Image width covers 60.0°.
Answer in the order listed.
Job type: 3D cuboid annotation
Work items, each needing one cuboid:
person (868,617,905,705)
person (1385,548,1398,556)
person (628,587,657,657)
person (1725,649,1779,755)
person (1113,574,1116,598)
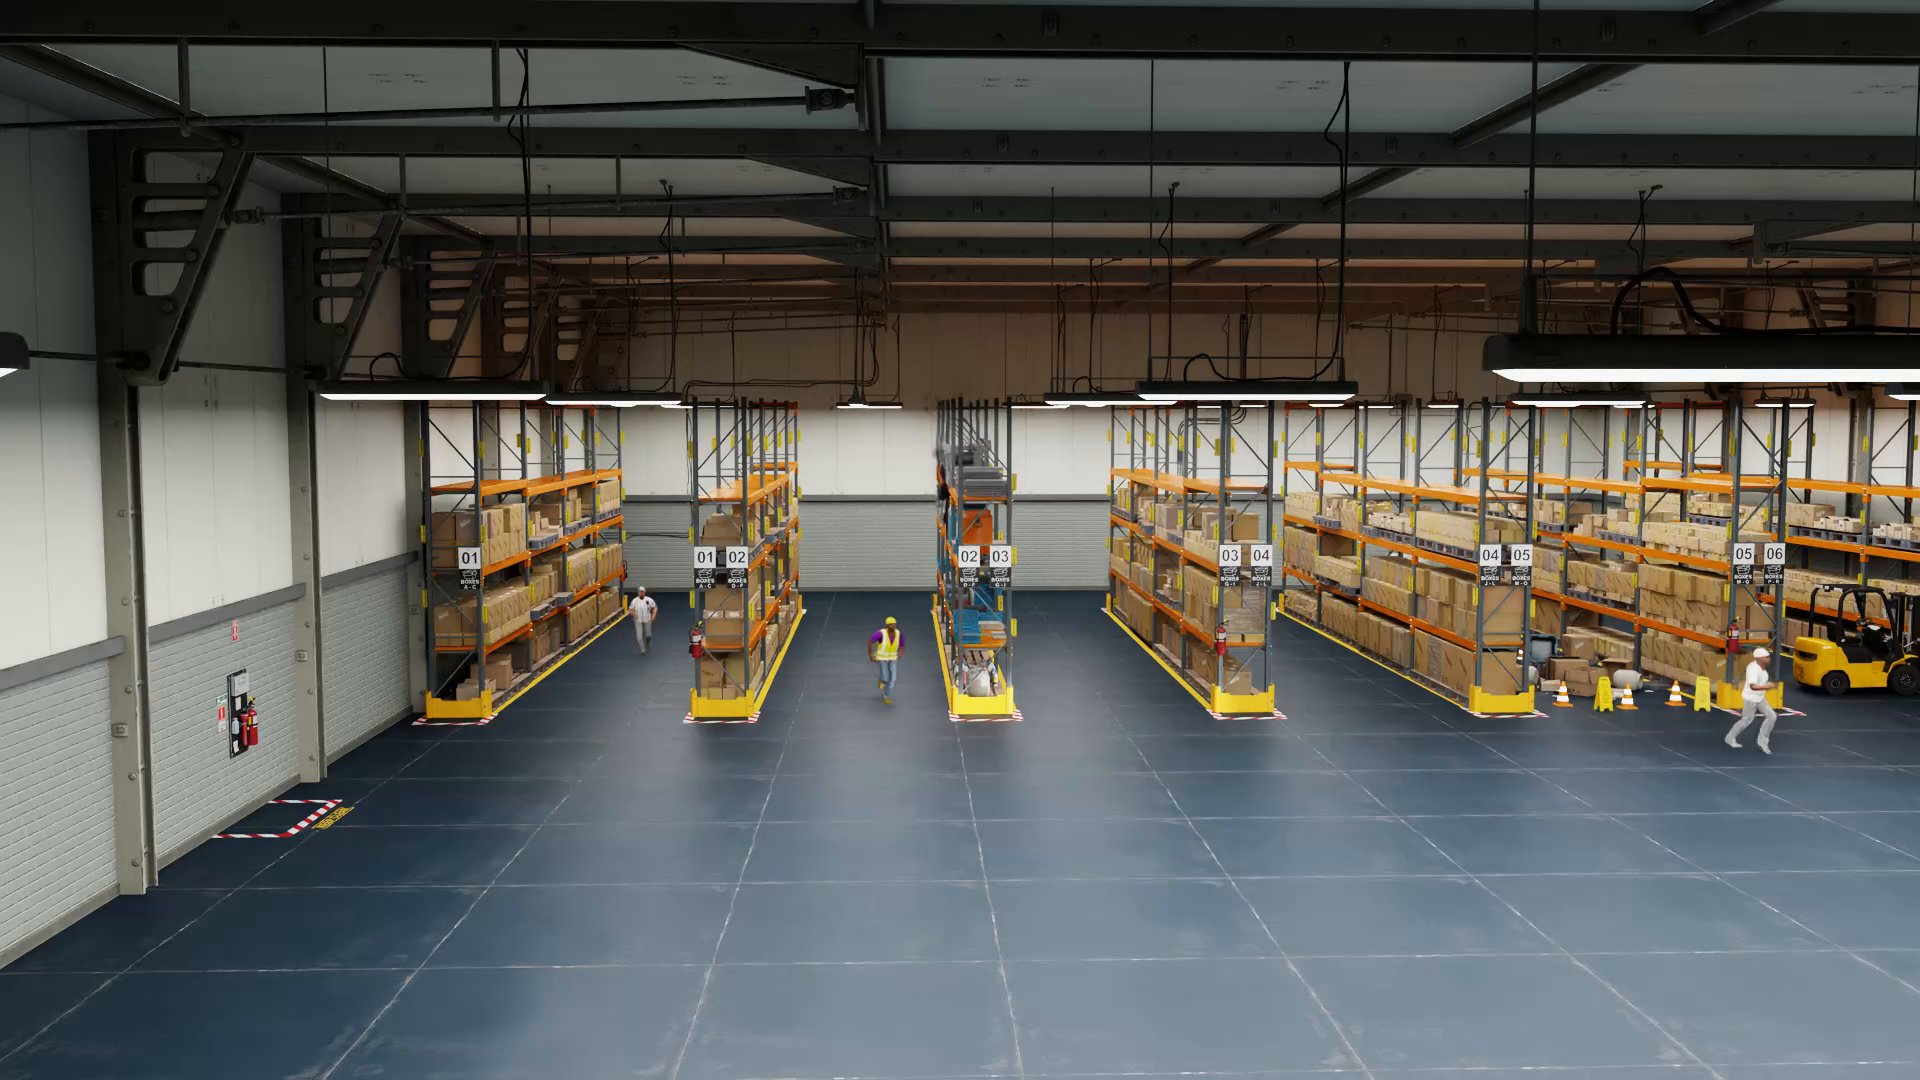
[{"bbox_3d":[-1.433,2.362,32.697,0.741,1.717,0.698,-2,5,-21],"label":"person"},{"bbox_3d":[12.594,1.043,48.924,0.981,1.773,0.710,-1,4,-9],"label":"person"},{"bbox_3d":[-7.419,1.917,38.889,0.662,1.632,0.512,-1,4,-10],"label":"person"},{"bbox_3d":[13.297,2.697,27.897,0.841,1.795,0.728,4,6,42],"label":"person"},{"bbox_3d":[4.635,1.100,48.949,0.600,1.672,0.652,2,5,28],"label":"person"}]
